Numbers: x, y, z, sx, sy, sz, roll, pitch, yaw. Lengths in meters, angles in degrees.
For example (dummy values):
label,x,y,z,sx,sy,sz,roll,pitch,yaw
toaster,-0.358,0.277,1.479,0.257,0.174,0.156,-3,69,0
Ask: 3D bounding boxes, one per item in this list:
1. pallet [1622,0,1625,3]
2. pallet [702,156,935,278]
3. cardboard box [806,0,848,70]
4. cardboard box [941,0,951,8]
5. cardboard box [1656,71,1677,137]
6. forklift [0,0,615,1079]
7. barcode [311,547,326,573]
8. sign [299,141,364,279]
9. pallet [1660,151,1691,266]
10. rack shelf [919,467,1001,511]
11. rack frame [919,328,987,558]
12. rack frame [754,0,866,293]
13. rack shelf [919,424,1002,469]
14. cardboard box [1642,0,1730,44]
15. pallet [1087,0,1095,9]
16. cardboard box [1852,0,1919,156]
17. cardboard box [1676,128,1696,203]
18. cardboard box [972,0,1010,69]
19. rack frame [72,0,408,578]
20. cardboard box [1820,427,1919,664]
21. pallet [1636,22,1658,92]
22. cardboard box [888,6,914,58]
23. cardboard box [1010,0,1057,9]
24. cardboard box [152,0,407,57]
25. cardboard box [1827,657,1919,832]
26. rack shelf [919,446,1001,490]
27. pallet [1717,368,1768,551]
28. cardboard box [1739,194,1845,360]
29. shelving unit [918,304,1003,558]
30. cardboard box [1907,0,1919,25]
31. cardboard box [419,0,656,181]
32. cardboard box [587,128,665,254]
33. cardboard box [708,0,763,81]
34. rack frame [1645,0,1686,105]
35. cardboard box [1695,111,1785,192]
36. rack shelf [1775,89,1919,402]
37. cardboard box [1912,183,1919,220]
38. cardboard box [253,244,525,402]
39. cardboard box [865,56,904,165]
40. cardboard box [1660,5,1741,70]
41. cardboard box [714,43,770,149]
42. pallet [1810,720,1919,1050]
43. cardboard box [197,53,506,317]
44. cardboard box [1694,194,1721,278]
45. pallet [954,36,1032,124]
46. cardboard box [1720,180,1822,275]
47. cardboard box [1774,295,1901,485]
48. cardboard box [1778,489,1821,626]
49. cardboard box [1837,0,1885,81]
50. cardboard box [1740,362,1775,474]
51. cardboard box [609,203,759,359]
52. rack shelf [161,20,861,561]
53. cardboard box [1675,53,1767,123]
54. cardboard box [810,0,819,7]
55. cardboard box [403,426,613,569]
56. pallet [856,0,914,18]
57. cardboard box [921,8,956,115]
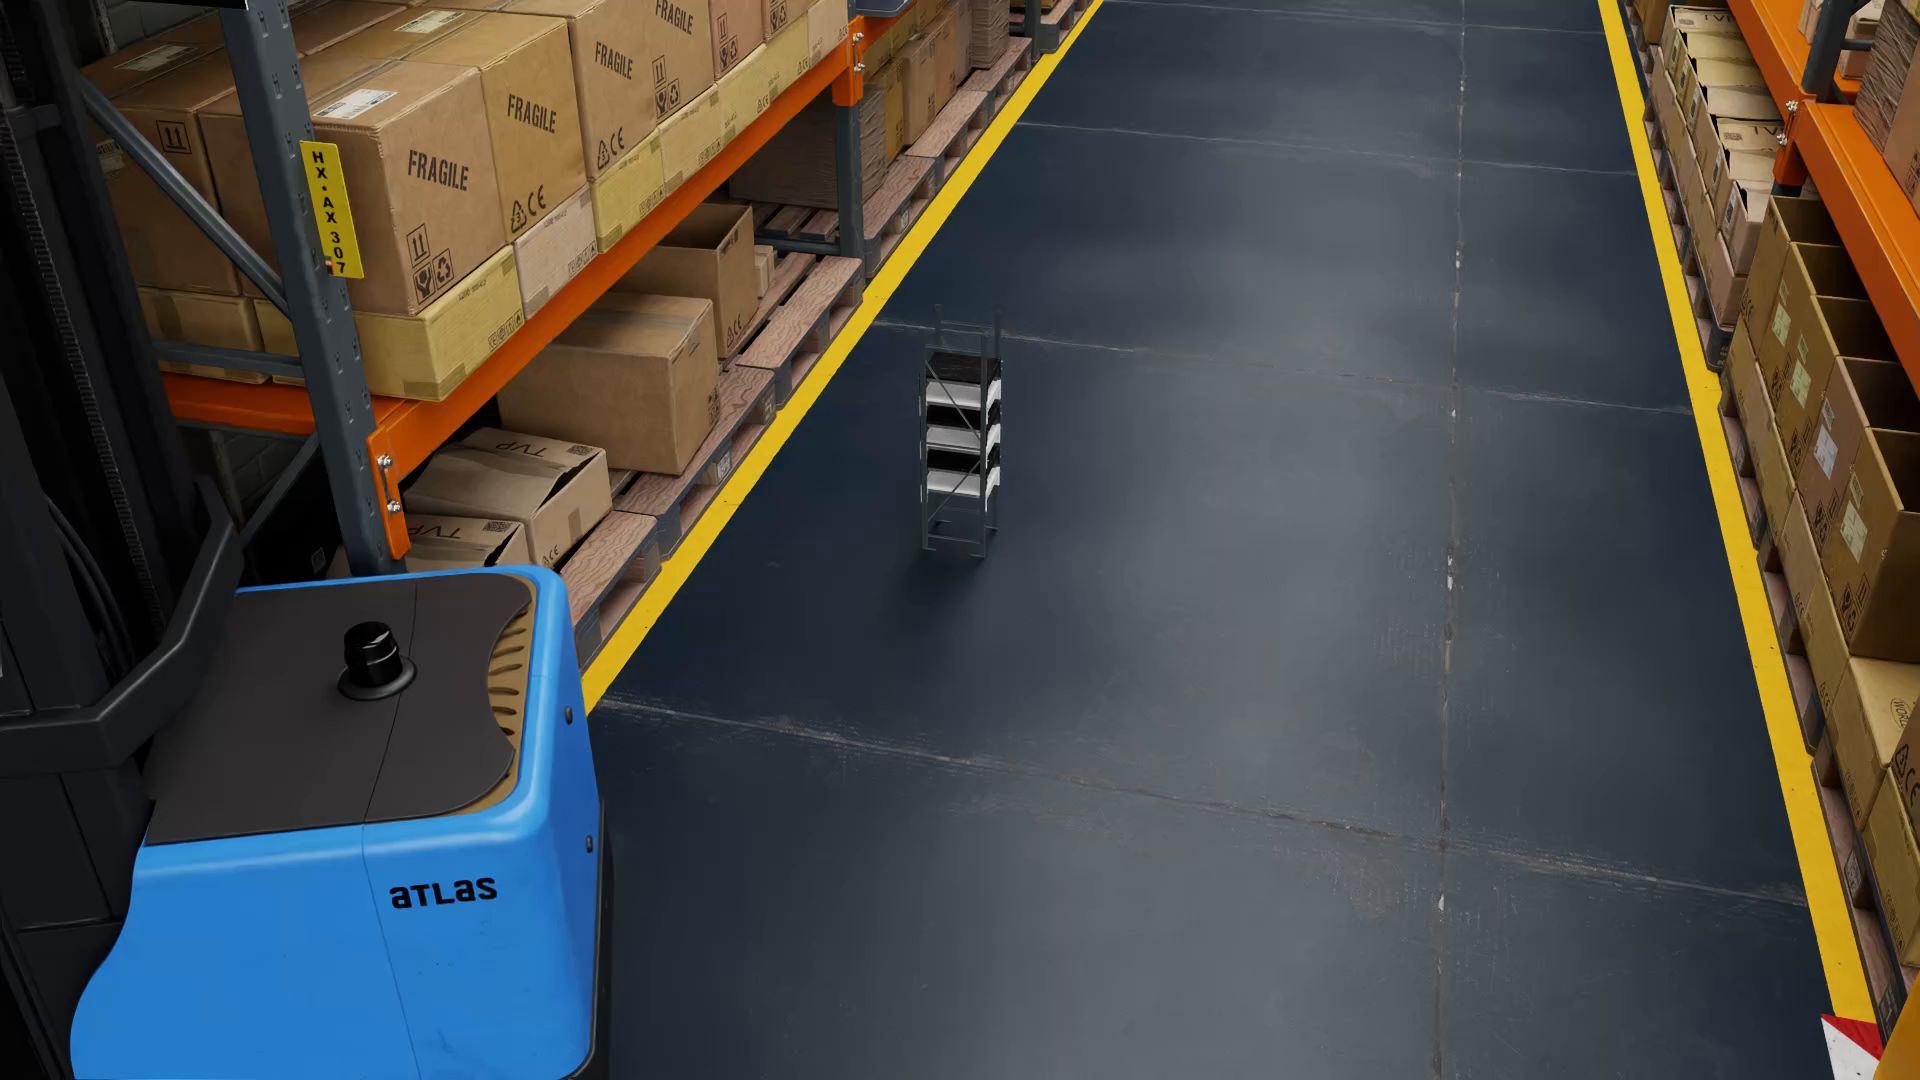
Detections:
label,x,y,z,sx,sy,sz,roll,pitch,yaw
pallet,5.689,-4.419,13.005,1.003,0.211,1.213,8,33,12
pallet,-0.767,-1.772,8.840,1.003,0.211,1.213,8,33,12
cardboard box,-0.791,-2.203,7.040,0.500,0.250,0.500,8,33,12
cardboard box,-0.286,-3.399,10.022,0.500,0.250,0.500,9,33,13
cardboard box,4.300,-2.472,9.514,0.500,0.250,0.500,7,33,11
forklift,-2.401,0.095,3.369,3.031,2.935,1.130,-5,33,-7
barcode,-2.098,0.066,5.438,0.001,0.075,0.075,8,33,12
sign,-1.454,-0.760,3.843,0.100,0.325,0.005,8,33,12
pallet,4.286,-1.718,8.756,1.003,0.211,1.213,8,33,12
rack shelf,0.002,-0.204,6.130,0.258,0.077,0.200,8,33,12
rack frame,-0.024,-0.331,5.932,0.240,0.900,0.006,8,33,12
rack frame,-0.964,-2.544,7.457,1.000,3.000,0.127,8,33,12
rack shelf,0.002,-0.356,6.033,0.258,0.077,0.200,8,33,12
cardboard box,4.854,-3.596,11.030,0.500,0.500,0.500,9,34,14
pallet,0.636,-4.473,13.090,1.003,0.211,1.213,8,33,12
cardboard box,3.722,-1.683,6.008,0.700,0.500,0.500,7,33,11
cardboard box,4.044,-1.935,8.670,0.500,0.250,0.500,9,33,13
cardboard box,-0.081,-3.370,10.675,0.700,0.500,0.500,8,33,13
rack frame,-1.979,-0.469,4.191,1.000,3.000,0.127,8,33,12
cardboard box,2.902,0.031,4.878,0.500,0.500,0.500,8,33,12
pallet,5.070,-3.153,11.013,1.003,0.211,1.213,8,33,12
cardboard box,-0.556,-2.875,9.198,0.500,0.250,0.500,7,33,11
cardboard box,0.365,-4.254,11.758,0.750,0.750,0.750,8,33,12
cardboard box,-1.927,-1.264,4.864,0.500,0.500,0.500,8,33,13
cardboard box,2.779,0.607,4.670,0.500,0.250,0.500,8,33,12
rack shelf,0.002,-0.280,6.081,0.258,0.077,0.200,8,33,12
pallet,3.587,-0.288,6.507,1.003,0.211,1.213,8,33,12
cardboard box,3.408,-1.007,6.511,0.500,0.500,0.500,8,33,12
shelving unit,0.002,-0.384,6.015,0.258,0.900,0.210,8,33,12
cardboard box,3.446,-1.810,5.604,0.380,0.149,0.250,7,33,11
cardboard box,-1.294,-1.460,5.172,0.500,0.500,0.500,7,33,11
cardboard box,-1.295,-1.159,5.398,0.500,0.250,0.500,8,33,12
cardboard box,-1.044,-1.999,6.021,0.500,0.500,0.500,7,33,11
rack frame,4.844,-3.948,9.664,1.000,3.000,0.127,8,33,12
cardboard box,3.909,-1.904,8.098,0.500,0.311,0.500,8,33,12
rack shelf,3.321,-0.531,4.959,1.077,0.370,4.000,8,33,12
cardboard box,3.464,-1.149,5.168,0.700,0.500,0.500,9,33,13
cardboard box,-1.548,-0.624,4.557,0.500,0.250,0.500,7,33,11
cardboard box,-0.710,-2.334,9.046,0.700,0.500,0.500,7,33,11
cardboard box,4.427,-2.969,9.774,0.500,0.311,0.500,9,34,14
cardboard box,-1.038,-1.682,6.221,0.500,0.250,0.500,8,33,12
pallet,2.967,0.978,4.515,1.003,0.211,1.213,8,33,12
cardboard box,-1.567,-0.937,4.350,0.500,0.500,0.500,8,33,12
cardboard box,3.784,-1.406,7.837,0.500,0.250,0.500,8,33,12
pallet,-0.148,-3.038,10.832,1.003,0.211,1.213,8,33,12
cardboard box,3.654,-1.375,7.265,0.500,0.311,0.500,8,33,12
cardboard box,3.155,-0.488,5.695,0.500,0.500,0.500,8,33,12
cardboard box,3.033,0.088,5.487,0.500,0.250,0.500,8,33,12
cardboard box,3.912,-2.070,6.850,0.500,0.250,0.500,10,34,15
cardboard box,3.286,-0.431,6.303,0.500,0.250,0.500,8,33,12
cardboard box,-1.188,-1.131,7.153,0.500,0.500,0.500,6,33,9
rack shelf,-1.471,-1.203,6.017,1.077,0.370,4.000,8,33,12
cardboard box,4.170,-2.431,8.927,0.500,0.311,0.500,7,33,11
cardboard box,-0.784,-2.519,6.838,0.500,0.500,0.500,8,33,12
cardboard box,-1.571,-0.162,5.806,0.500,0.311,0.500,11,34,16
pallet,-0.629,-2.840,8.101,1.003,0.211,1.213,8,33,12
cardboard box,-0.423,-2.857,9.868,0.700,0.500,0.500,8,33,12
